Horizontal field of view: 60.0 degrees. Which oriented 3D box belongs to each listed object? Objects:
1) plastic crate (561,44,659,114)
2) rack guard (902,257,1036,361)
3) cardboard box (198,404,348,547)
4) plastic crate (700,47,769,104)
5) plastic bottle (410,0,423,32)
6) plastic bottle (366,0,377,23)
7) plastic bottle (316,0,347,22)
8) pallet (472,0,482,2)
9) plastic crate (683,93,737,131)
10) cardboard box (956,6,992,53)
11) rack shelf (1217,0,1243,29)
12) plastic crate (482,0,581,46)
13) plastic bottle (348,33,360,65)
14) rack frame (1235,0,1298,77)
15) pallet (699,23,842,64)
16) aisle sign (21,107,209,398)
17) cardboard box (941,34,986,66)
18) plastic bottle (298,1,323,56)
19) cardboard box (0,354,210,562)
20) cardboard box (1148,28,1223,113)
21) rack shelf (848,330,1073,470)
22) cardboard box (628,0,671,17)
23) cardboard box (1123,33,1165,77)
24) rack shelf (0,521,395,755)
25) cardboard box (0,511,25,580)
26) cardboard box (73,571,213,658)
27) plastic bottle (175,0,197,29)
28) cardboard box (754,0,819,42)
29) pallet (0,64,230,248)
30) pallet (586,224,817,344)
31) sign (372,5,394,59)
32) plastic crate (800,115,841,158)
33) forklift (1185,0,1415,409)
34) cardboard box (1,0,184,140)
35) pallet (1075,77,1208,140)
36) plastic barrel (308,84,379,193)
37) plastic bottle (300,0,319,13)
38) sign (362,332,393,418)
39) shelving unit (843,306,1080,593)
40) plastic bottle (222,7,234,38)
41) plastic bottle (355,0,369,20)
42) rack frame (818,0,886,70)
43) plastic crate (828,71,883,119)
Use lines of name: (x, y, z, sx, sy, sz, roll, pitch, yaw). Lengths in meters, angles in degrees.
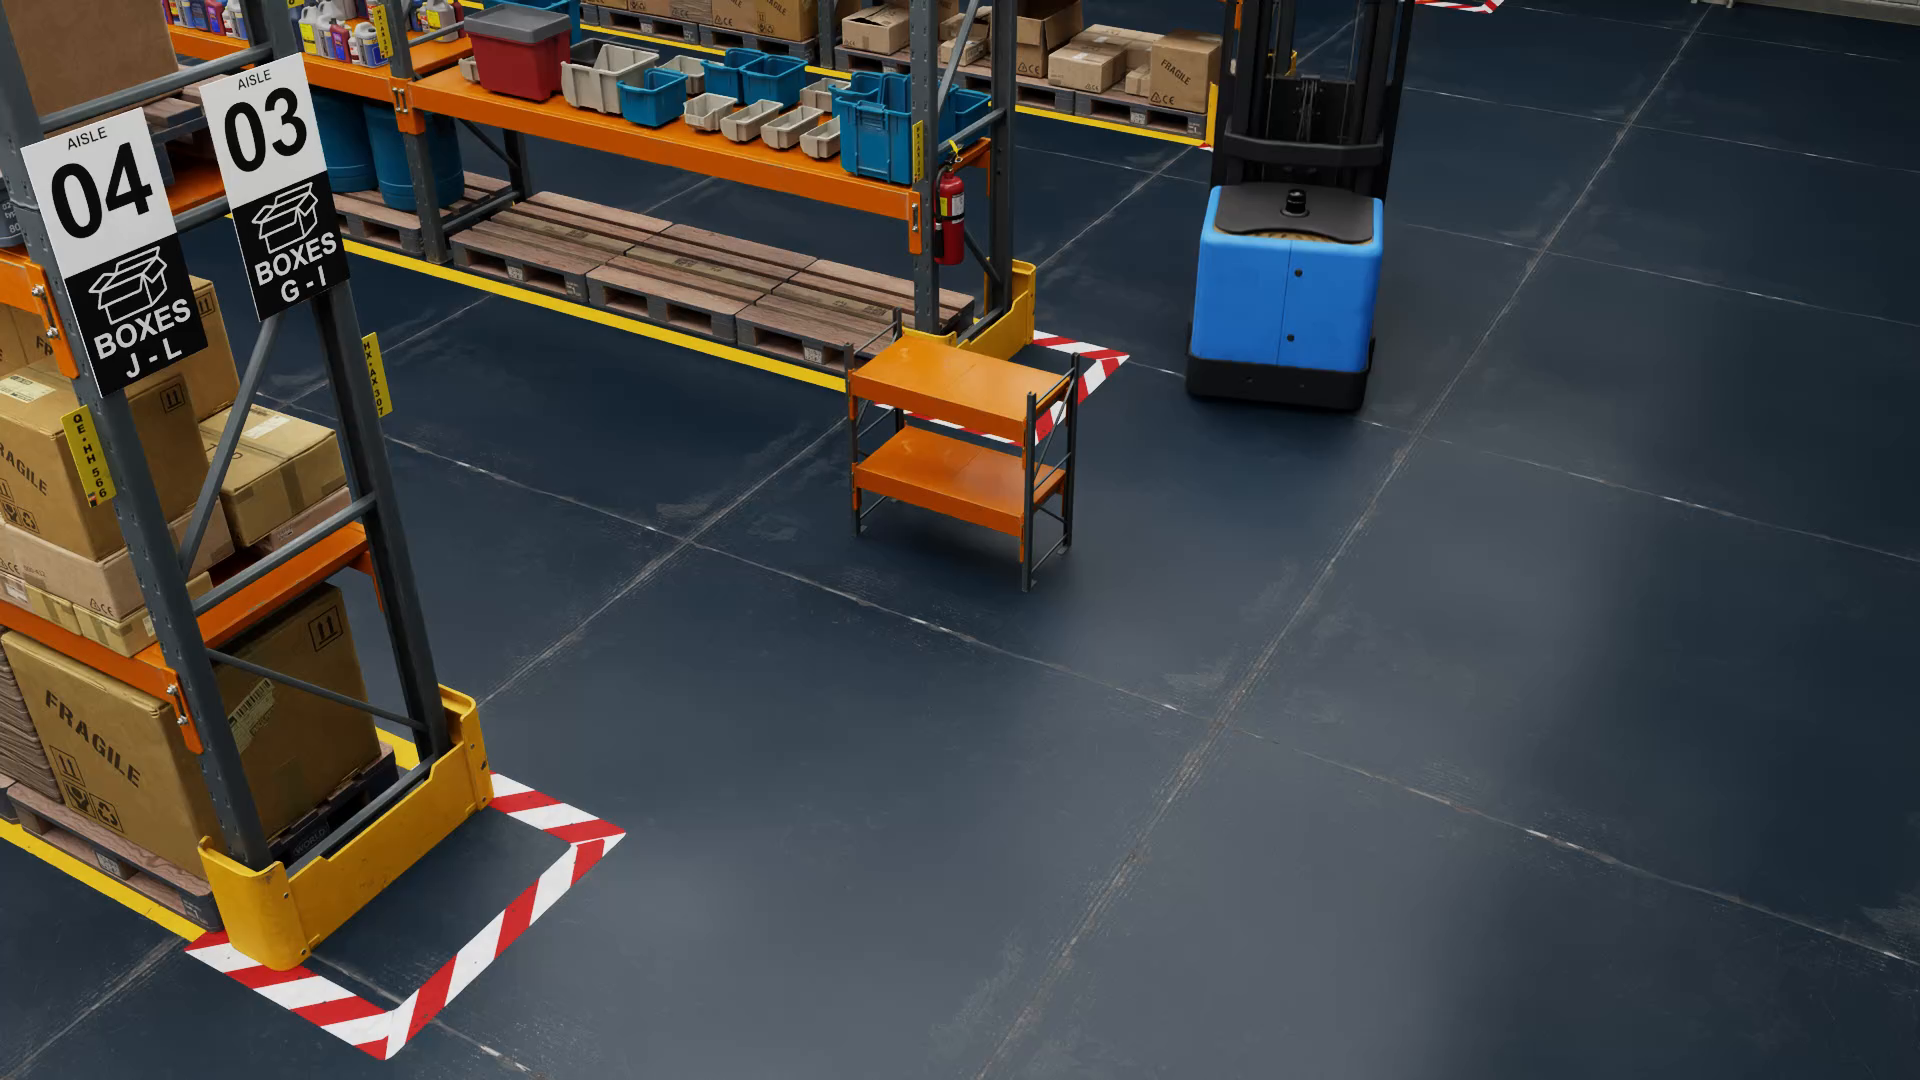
plastic crate: (-2.207, -2.887, 10.432, 0.530, 0.282, 0.437, 18, 37, 24)
rack guard: (0.059, -1.279, 10.220, 0.348, 0.500, 1.175, 18, 37, 24)
cardboard box: (-2.709, -0.260, 6.301, 0.500, 0.250, 0.500, 17, 37, 23)
plastic crate: (-1.423, -2.946, 10.565, 0.300, 0.233, 0.416, 18, 37, 24)
plastic bottle: (-3.858, -3.759, 11.805, 0.097, 0.271, 0.097, 0, 34, 0)
plastic bottle: (-4.228, -3.847, 12.000, 0.097, 0.201, 0.097, 0, 34, 0)
plastic bottle: (-4.534, -3.861, 11.953, 0.135, 0.276, 0.152, 18, 37, 24)
pallet: (-5.149, -5.987, 17.551, 1.213, 0.211, 1.003, 18, 37, 24)
plastic crate: (-1.531, -2.596, 10.126, 0.250, 0.136, 0.298, 18, 37, 24)
cardboard box: (0.306, -4.640, 15.041, 0.500, 0.311, 0.500, 18, 37, 24)
rack shelf: (0.756, -4.953, 14.131, 4.000, 0.370, 1.077, 18, 37, 24)
plastic crate: (-2.867, -3.474, 11.221, 0.575, 0.384, 0.392, 18, 37, 24)
plastic bottle: (-4.058, -3.309, 11.192, 0.097, 0.201, 0.097, 0, 34, 0)
rack frame: (2.493, -4.703, 13.106, 0.127, 3.000, 1.000, 18, 37, 24)
pallet: (-1.705, -4.848, 15.839, 1.213, 0.211, 1.003, 18, 37, 24)
aisle sign: (-2.512, -0.854, 4.981, 0.004, 0.787, 0.394, 18, 37, 24)
cardboard box: (0.033, -4.354, 14.741, 0.250, 0.166, 0.380, 18, 37, 24)
plastic bottle: (-4.402, -3.495, 11.336, 0.185, 0.351, 0.144, 18, 37, 24)
cardboard box: (-2.979, -0.318, 5.711, 0.500, 0.500, 0.500, 18, 38, 25)
cardboard box: (1.898, -3.876, 13.723, 0.500, 0.500, 0.500, 18, 37, 24)
rack shelf: (0.006, -0.710, 8.273, 1.000, 0.278, 0.538, 18, 37, 24)
cardboard box: (-2.854, -5.360, 15.951, 0.500, 0.500, 0.500, 16, 37, 23)
cardboard box: (1.727, -4.165, 14.382, 0.500, 0.250, 0.500, 18, 37, 24)
rack shelf: (-4.163, -0.187, 6.974, 4.000, 0.370, 1.077, 18, 37, 24)
cardboard box: (-3.419, -0.143, 6.126, 0.500, 0.250, 0.500, 17, 37, 24)
cardboard box: (-2.899, 0.229, 5.927, 0.250, 0.149, 0.380, 18, 38, 25)
plastic bottle: (-5.495, -3.813, 11.881, 0.135, 0.276, 0.152, 18, 37, 24)
cardboard box: (-1.551, -4.943, 15.325, 0.500, 0.500, 0.500, 17, 37, 24)
pallet: (-3.075, -1.347, 5.440, 1.213, 0.211, 1.003, 18, 37, 24)
pallet: (-1.720, -1.741, 11.174, 1.213, 0.211, 1.003, 18, 37, 24)
sign: (-3.716, -3.271, 10.706, 0.005, 0.325, 0.100, 18, 37, 24)
plastic crate: (-0.766, -2.372, 9.790, 0.243, 0.136, 0.396, 18, 37, 24)
forklift: (2.163, -2.798, 10.307, 1.130, 2.935, 3.031, 7, 34, 10)
cardboard box: (-2.904, -1.560, 5.121, 0.500, 0.500, 0.700, 15, 37, 22)
pallet: (1.734, -3.782, 14.239, 1.213, 0.211, 1.003, 18, 37, 24)
plastic barrel: (-4.520, -3.074, 12.174, 0.708, 0.901, 0.600, 18, 37, 24)
plastic bottle: (-4.491, -3.615, 11.517, 0.185, 0.351, 0.144, 18, 37, 24)
sign: (-2.146, -0.595, 6.085, 0.005, 0.325, 0.100, 18, 37, 24)
shelving unit: (0.006, -0.466, 8.435, 1.048, 1.125, 0.538, 18, 37, 24)
plastic bottle: (-5.131, -3.649, 11.703, 0.097, 0.201, 0.097, 0, 34, 0)
plastic bottle: (-4.319, -3.922, 12.039, 0.133, 0.283, 0.061, 18, 37, 24)
rack frame: (-0.980, -5.803, 14.758, 0.127, 3.000, 1.000, 18, 37, 24)
plastic crate: (-0.591, -2.683, 10.169, 0.300, 0.233, 0.416, 18, 37, 24)
